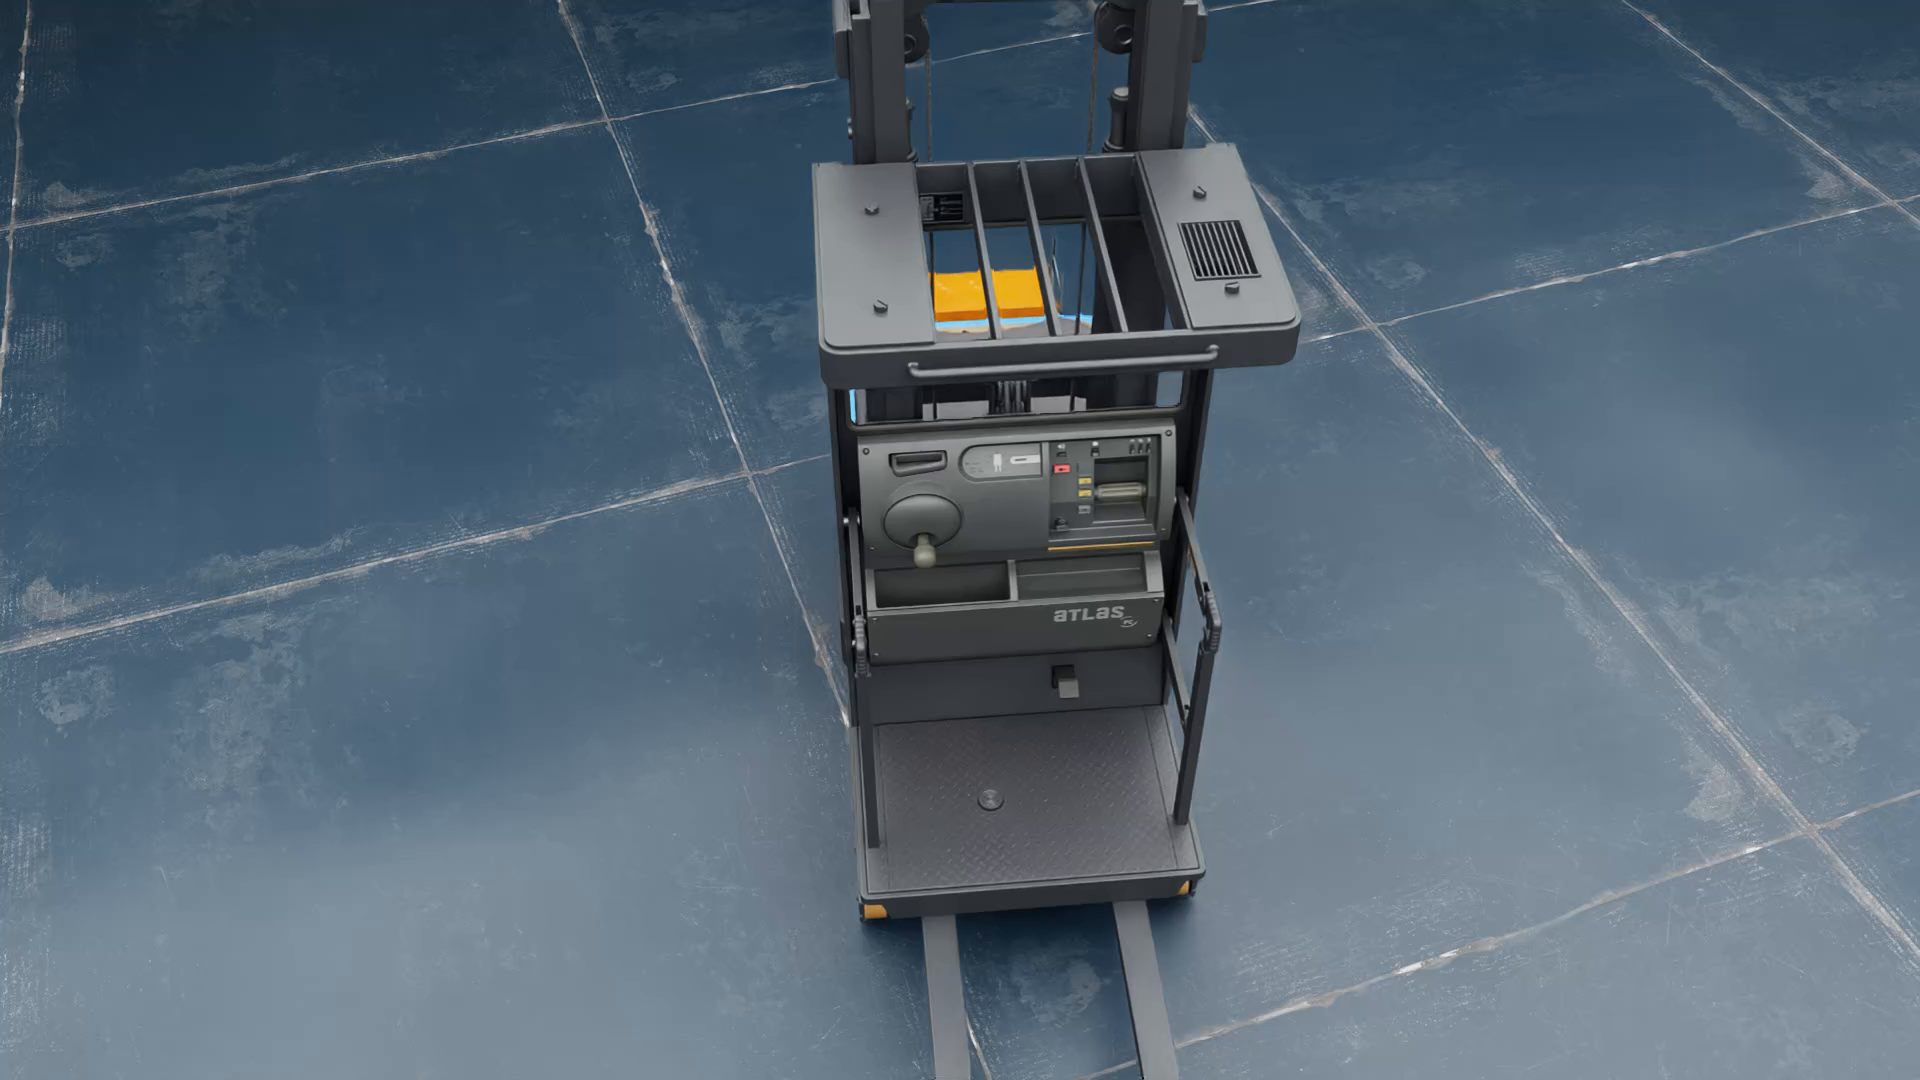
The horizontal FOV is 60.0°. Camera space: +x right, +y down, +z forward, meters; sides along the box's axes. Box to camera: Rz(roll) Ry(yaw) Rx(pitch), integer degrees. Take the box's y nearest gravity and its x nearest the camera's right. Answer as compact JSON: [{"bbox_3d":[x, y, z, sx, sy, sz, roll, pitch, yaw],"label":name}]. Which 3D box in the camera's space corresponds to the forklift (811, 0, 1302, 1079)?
[{"bbox_3d":[0.192,-0.042,4.722,1.130,2.935,3.031,-4,45,-4],"label":"forklift"}]

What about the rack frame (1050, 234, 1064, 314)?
[{"bbox_3d":[0.359,-0.626,6.526,0.015,1.200,0.240,-4,45,-4],"label":"rack frame"}]

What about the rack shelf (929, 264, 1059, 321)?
[{"bbox_3d":[0.115,-0.890,6.234,0.480,0.148,0.258,-4,45,-4],"label":"rack shelf"}]

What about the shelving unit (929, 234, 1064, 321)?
[{"bbox_3d":[0.115,-0.611,6.510,0.503,1.200,0.258,-4,45,-4],"label":"shelving unit"}]
